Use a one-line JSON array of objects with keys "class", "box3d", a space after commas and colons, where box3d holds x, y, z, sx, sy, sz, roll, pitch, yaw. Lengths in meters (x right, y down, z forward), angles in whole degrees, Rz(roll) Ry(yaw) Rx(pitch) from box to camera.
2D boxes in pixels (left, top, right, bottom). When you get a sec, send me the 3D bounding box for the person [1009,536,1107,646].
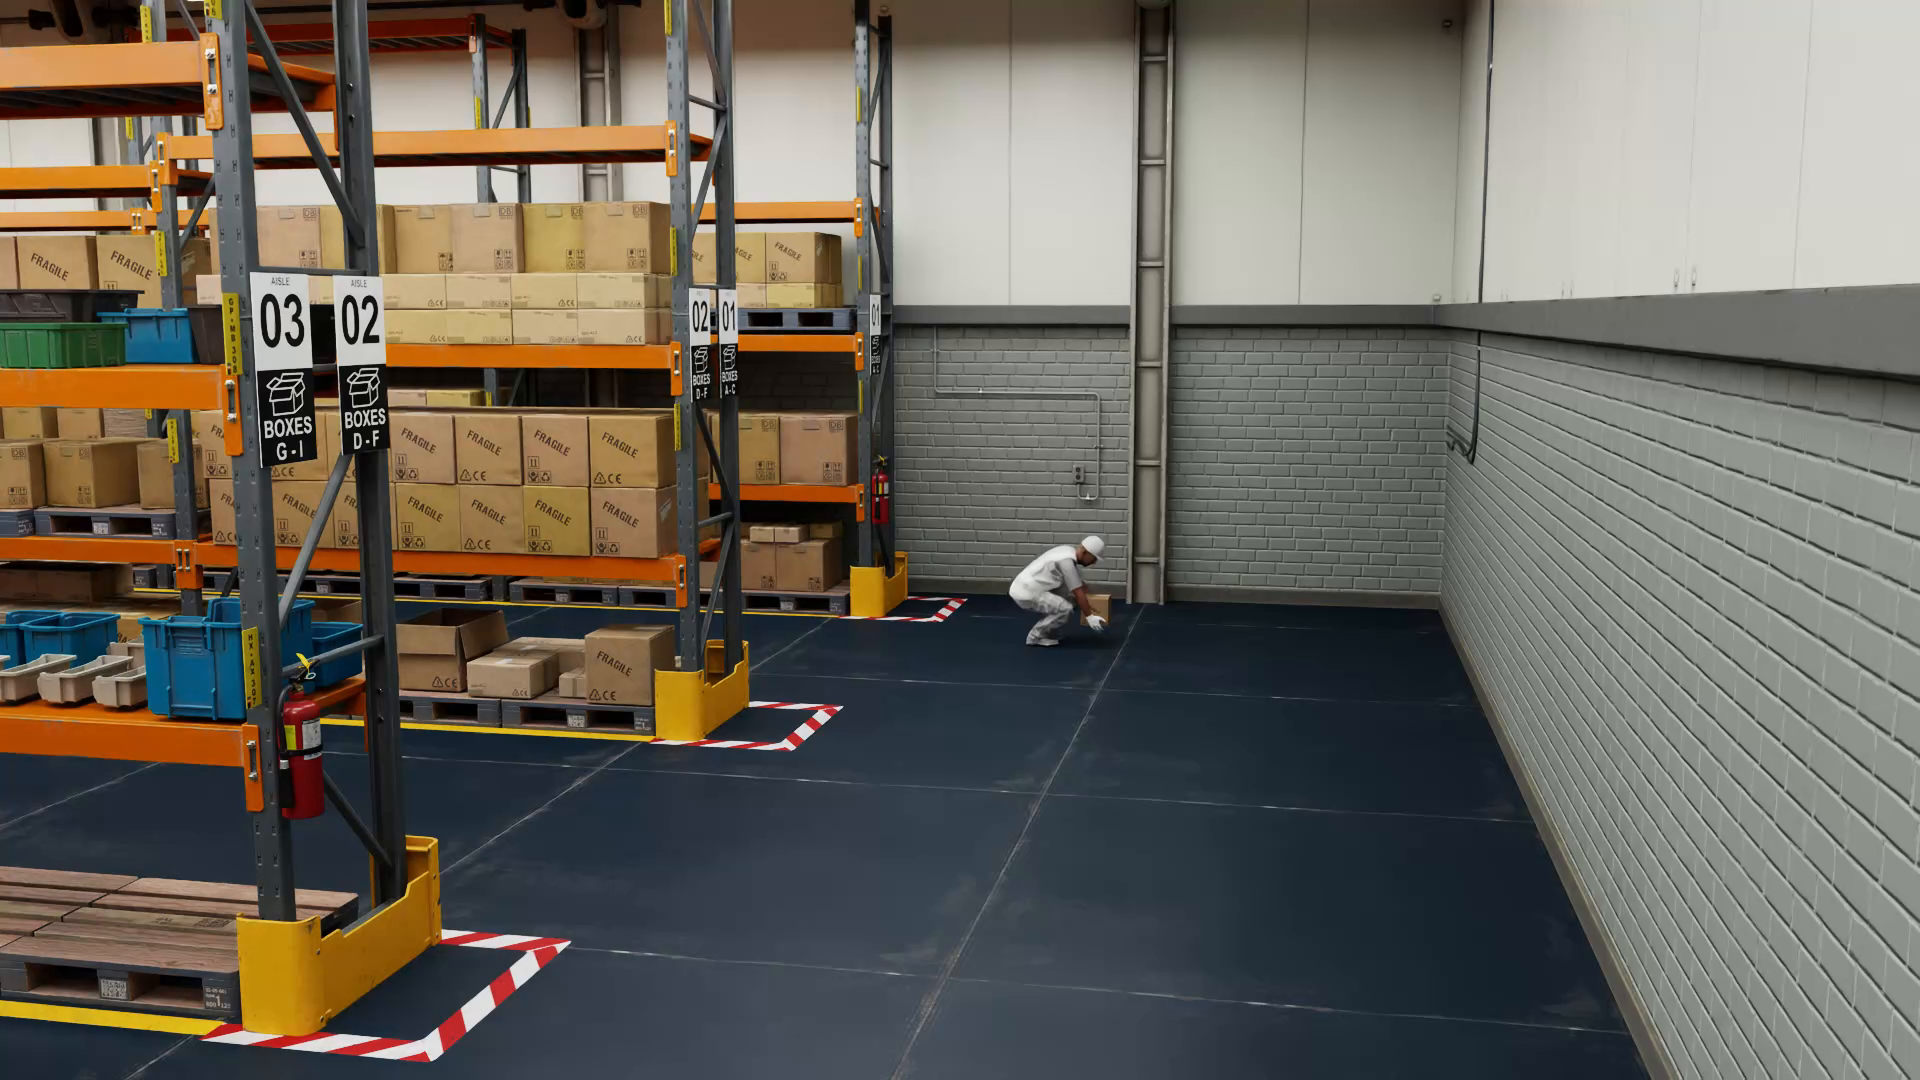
[{"class": "person", "box3d": [0.919, 0.458, 15.302, 0.916, 1.004, 0.560, 1, 8, 10]}]
